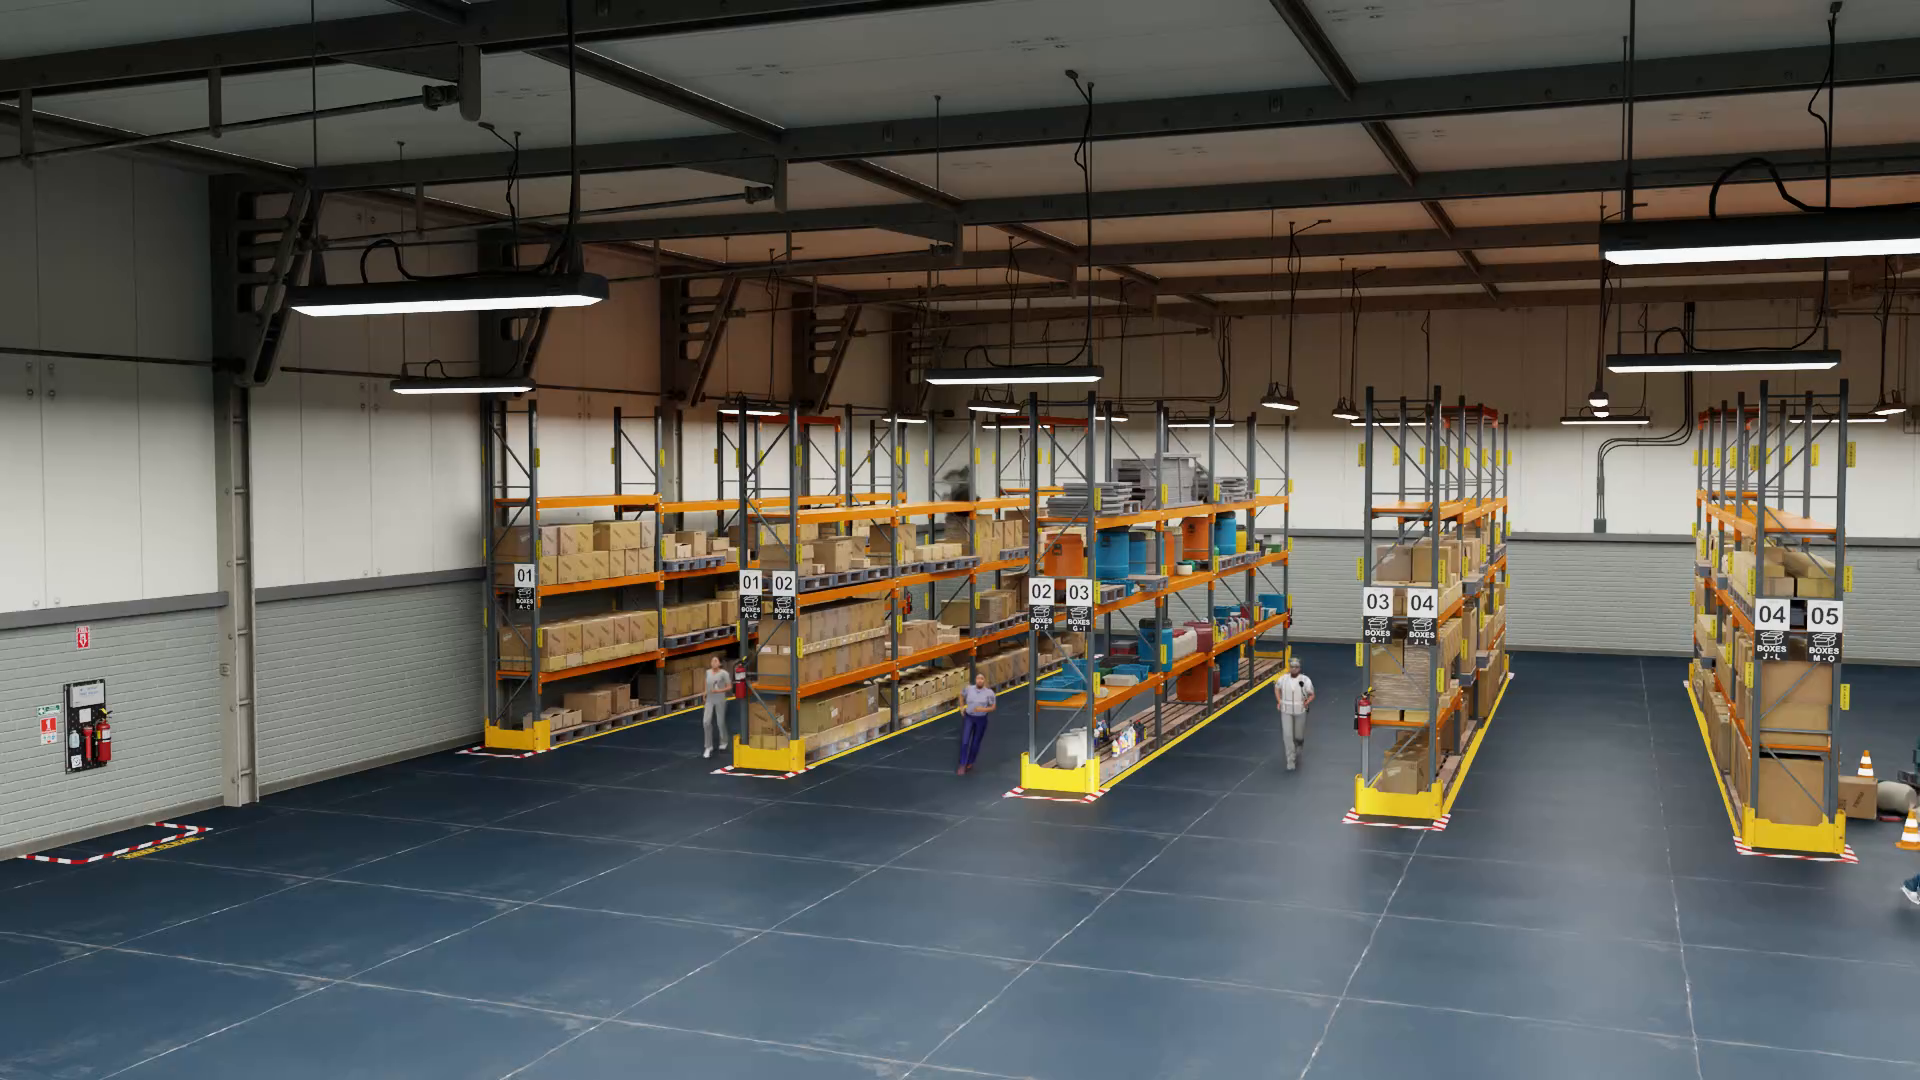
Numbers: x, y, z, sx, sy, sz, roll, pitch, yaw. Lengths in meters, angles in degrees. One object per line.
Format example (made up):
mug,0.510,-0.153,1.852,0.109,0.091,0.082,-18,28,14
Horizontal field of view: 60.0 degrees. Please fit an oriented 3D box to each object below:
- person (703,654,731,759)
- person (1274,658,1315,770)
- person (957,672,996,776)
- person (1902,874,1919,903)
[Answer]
person,-4.100,2.772,28.028,0.550,1.711,0.775,1,3,11
person,5.433,2.800,27.051,0.663,1.780,0.879,1,3,14
person,0.262,2.912,26.352,0.627,1.679,0.651,0,3,2
person,10.695,3.321,18.053,0.553,1.589,0.884,-1,3,-23
